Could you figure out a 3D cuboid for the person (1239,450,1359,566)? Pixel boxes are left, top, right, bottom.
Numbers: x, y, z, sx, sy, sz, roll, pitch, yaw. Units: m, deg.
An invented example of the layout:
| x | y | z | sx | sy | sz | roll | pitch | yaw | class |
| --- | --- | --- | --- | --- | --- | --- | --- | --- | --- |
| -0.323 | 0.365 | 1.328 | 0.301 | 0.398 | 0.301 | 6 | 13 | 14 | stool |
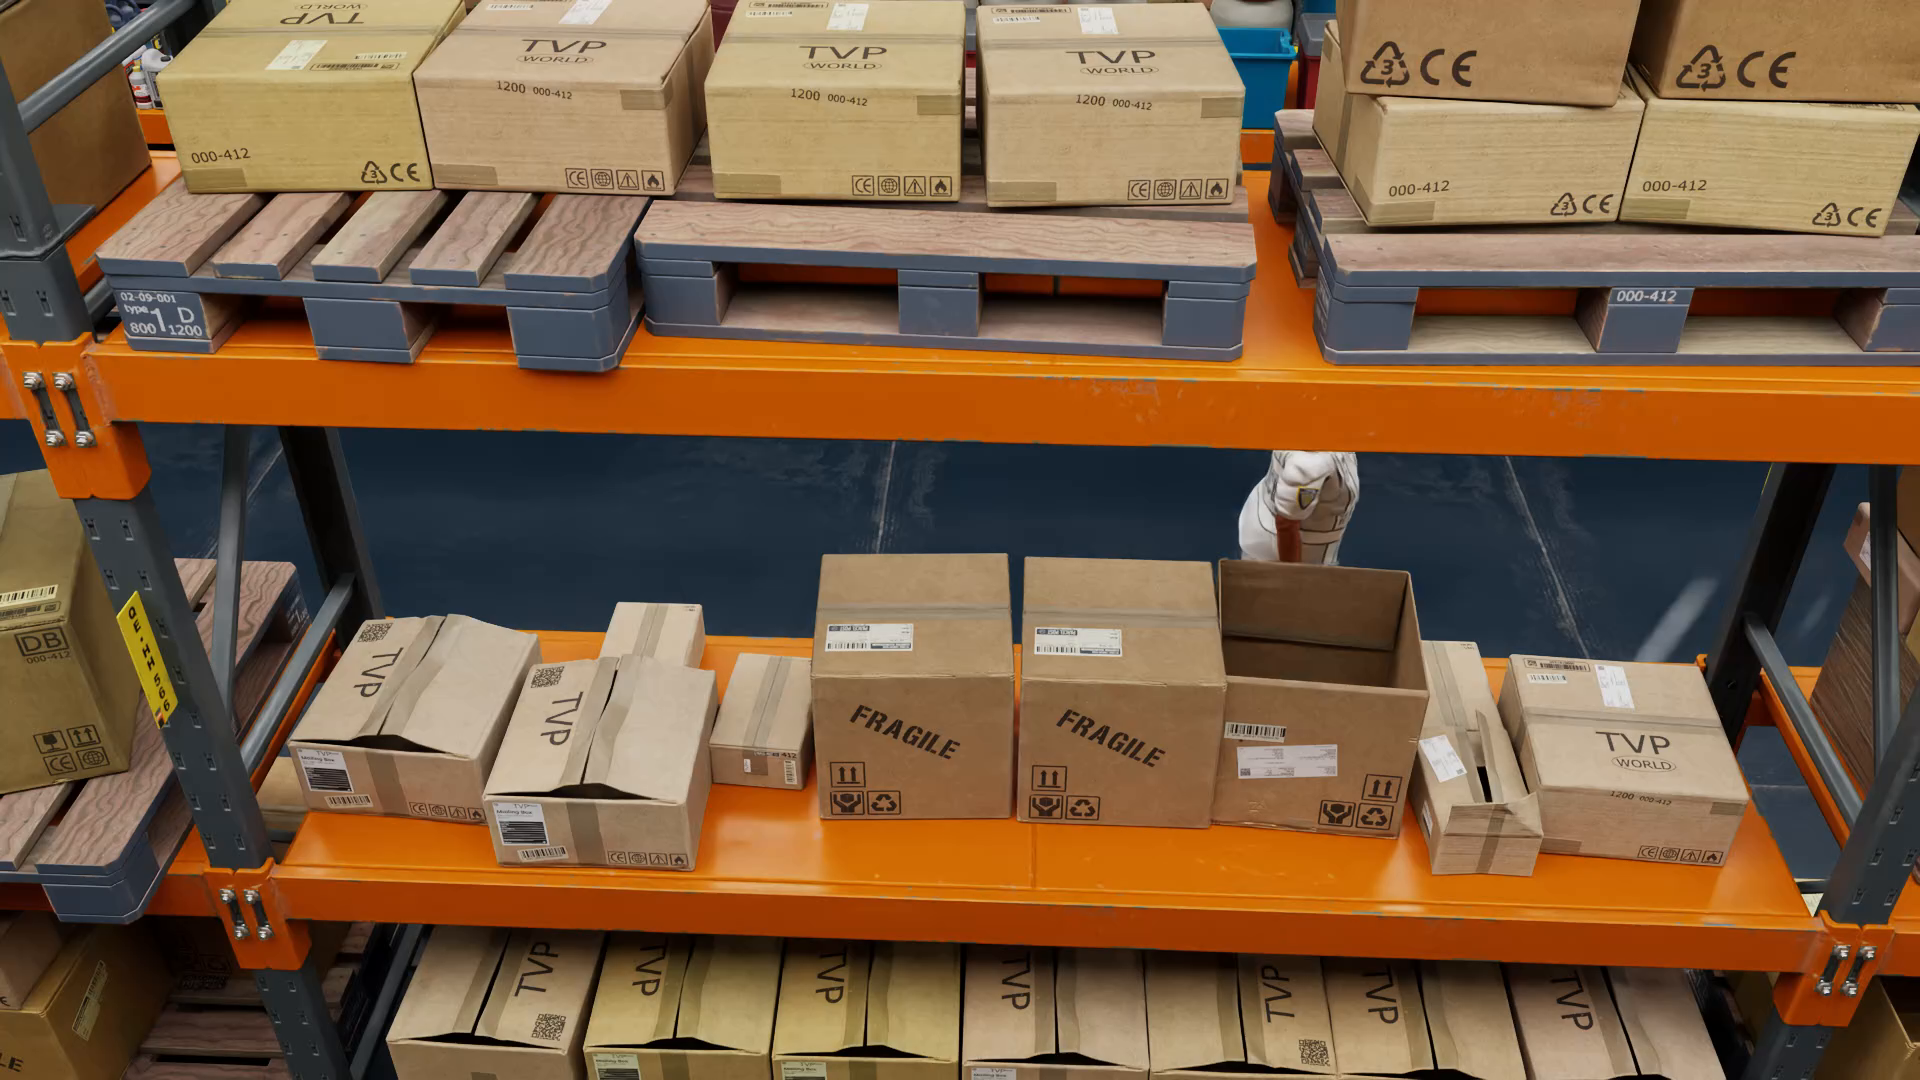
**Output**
| x | y | z | sx | sy | sz | roll | pitch | yaw | class |
| --- | --- | --- | --- | --- | --- | --- | --- | --- | --- |
| 1.228 | 0.029 | 6.103 | 0.482 | 1.651 | 0.546 | 5 | 36 | 7 | person |
